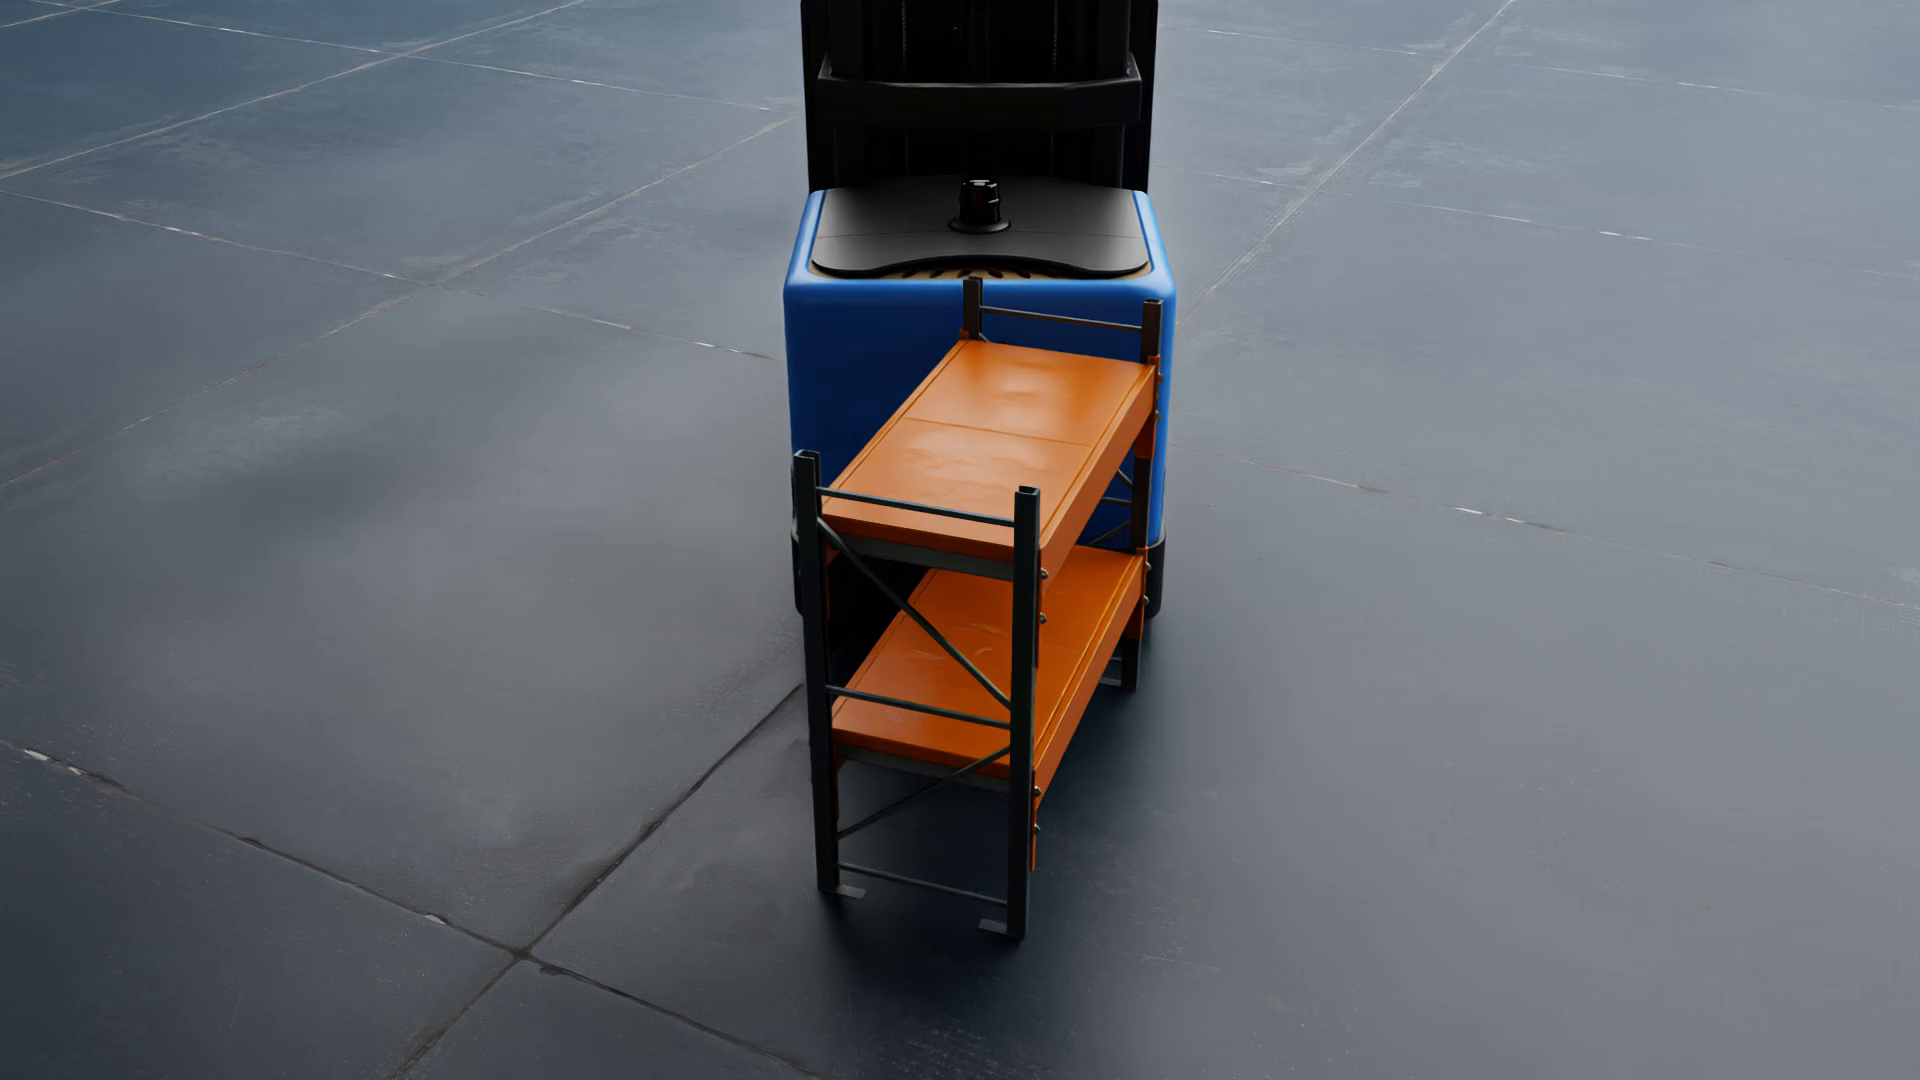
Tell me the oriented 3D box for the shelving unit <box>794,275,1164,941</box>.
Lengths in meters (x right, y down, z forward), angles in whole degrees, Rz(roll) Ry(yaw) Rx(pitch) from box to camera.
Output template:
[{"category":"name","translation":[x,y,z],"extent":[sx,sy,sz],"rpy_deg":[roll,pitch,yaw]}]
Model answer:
[{"category":"shelving unit","translation":[0.080,0.116,3.918],"extent":[0.538,1.125,1.048],"rpy_deg":[10,31,17]}]

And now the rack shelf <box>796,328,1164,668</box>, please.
[{"category":"rack shelf","translation":[0.080,-0.138,3.772],"extent":[0.538,0.278,1.000],"rpy_deg":[10,31,17]}]

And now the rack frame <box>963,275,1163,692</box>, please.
[{"category":"rack frame","translation":[0.248,-0.123,4.334],"extent":[0.500,1.125,0.032],"rpy_deg":[10,31,17]}]

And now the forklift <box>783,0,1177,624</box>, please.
[{"category":"forklift","translation":[0.059,-1.726,5.312],"extent":[1.130,2.935,3.031],"rpy_deg":[0,30,0]}]

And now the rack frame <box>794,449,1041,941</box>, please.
[{"category":"rack frame","translation":[-0.087,0.355,3.502],"extent":[0.500,1.125,0.032],"rpy_deg":[10,31,17]}]

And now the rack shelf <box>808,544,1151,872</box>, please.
[{"category":"rack shelf","translation":[0.080,0.328,4.040],"extent":[0.538,0.278,1.000],"rpy_deg":[10,31,17]}]
